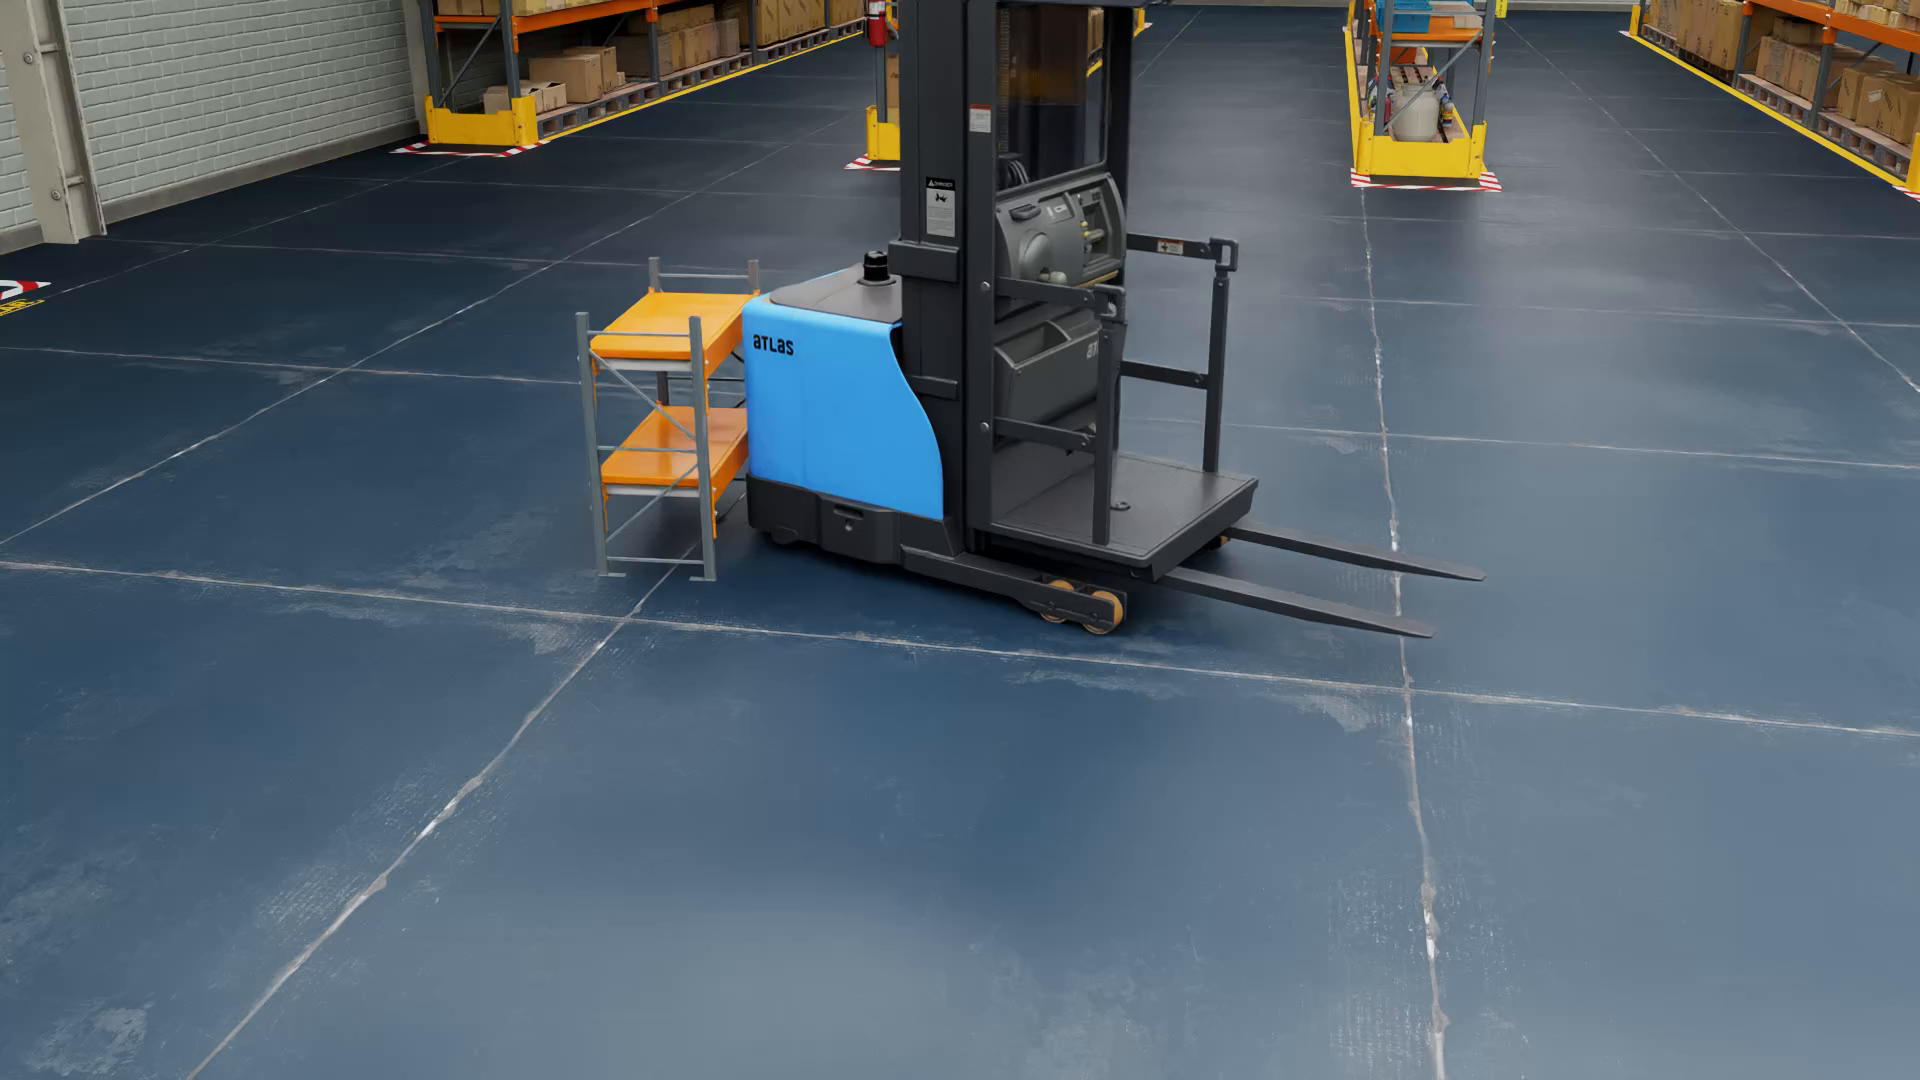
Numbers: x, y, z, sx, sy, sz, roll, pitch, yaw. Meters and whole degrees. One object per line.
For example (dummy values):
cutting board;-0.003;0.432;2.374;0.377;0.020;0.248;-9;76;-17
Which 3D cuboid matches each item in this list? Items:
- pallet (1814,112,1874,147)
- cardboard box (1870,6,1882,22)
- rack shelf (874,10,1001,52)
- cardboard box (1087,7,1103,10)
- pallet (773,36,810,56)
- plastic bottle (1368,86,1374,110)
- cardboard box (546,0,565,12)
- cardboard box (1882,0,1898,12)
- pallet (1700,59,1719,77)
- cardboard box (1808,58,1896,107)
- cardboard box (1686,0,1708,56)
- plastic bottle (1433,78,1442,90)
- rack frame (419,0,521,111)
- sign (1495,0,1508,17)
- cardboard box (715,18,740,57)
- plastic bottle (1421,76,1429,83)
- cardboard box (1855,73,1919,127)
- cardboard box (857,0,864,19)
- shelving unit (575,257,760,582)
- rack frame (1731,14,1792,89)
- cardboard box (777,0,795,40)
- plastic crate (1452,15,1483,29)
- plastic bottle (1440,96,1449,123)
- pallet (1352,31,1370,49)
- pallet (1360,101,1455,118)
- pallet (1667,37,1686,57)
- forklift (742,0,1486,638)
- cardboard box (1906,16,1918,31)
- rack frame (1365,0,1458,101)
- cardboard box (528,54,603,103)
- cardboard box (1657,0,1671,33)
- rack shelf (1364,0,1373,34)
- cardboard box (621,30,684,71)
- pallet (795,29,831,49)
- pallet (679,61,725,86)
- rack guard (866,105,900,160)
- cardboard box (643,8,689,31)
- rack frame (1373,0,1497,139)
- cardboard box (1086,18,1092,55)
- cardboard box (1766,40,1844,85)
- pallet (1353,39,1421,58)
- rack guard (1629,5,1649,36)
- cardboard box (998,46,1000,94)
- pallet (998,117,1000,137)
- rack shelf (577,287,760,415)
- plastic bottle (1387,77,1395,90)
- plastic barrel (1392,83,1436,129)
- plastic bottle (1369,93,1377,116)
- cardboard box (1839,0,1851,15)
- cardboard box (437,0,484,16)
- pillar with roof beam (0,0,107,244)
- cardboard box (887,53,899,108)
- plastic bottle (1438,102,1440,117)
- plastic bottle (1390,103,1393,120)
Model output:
pallet;10.059;-4.483;18.203;1.003;0.211;1.213;4;22;11
cardboard box;9.593;-5.394;17.067;0.380;0.149;0.250;4;22;11
rack shelf;0.057;-5.716;18.495;1.077;0.370;4.000;4;22;11
cardboard box;2.065;-8.186;26.421;0.500;0.500;0.500;5;22;12
pallet;-3.084;-8.055;27.070;1.003;0.211;1.213;4;22;11
plastic bottle;4.629;-4.957;18.693;0.061;0.283;0.133;5;23;13
cardboard box;-4.699;-5.980;18.360;0.500;0.250;0.500;4;22;9
cardboard box;9.727;-5.499;16.460;0.875;0.500;0.500;4;22;11
pallet;11.464;-6.922;24.258;1.003;0.211;1.213;4;22;11
cardboard box;10.308;-5.292;19.236;0.700;0.500;0.500;3;22;7
cardboard box;11.502;-7.597;24.485;1.225;0.875;0.875;4;22;9
plastic bottle;5.425;-5.050;18.835;0.144;0.351;0.185;3;22;8
rack frame;-5.202;-5.695;17.479;1.000;3.000;0.127;4;22;11
sign;5.035;-5.024;15.444;0.100;0.325;0.005;4;22;11
cardboard box;-3.665;-7.398;24.464;0.700;0.500;0.500;5;22;12
plastic bottle;5.323;-5.131;19.036;0.144;0.351;0.185;4;22;11
cardboard box;9.932;-4.707;17.810;0.500;0.500;0.500;12;25;28
cardboard box;-2.186;-9.951;30.831;0.700;0.500;0.500;4;22;9
shelving unit;-1.211;-0.553;7.220;0.538;1.125;1.048;2;22;6
rack frame;10.978;-7.488;21.931;1.000;3.000;0.127;4;22;11
cardboard box;-3.106;-8.397;26.504;0.750;0.750;0.750;4;22;11
plastic crate;4.994;-5.120;16.404;0.298;0.136;0.250;4;22;11
plastic bottle;5.242;-4.643;17.930;0.097;0.271;0.097;0;22;0
pallet;7.058;-8.307;27.696;1.003;0.211;1.213;4;22;11
pallet;5.135;-4.867;19.155;1.003;0.211;1.213;4;22;11
pallet;12.026;-7.929;26.759;1.003;0.211;1.213;4;22;11
forklift;0.582;-1.220;6.458;3.031;2.935;1.130;14;26;30
cardboard box;9.441;-5.024;16.149;0.380;0.149;0.250;4;22;11
rack frame;5.313;-6.403;19.236;1.000;3.000;0.127;4;22;11
cardboard box;-4.657;-5.459;19.649;0.700;0.500;0.500;3;22;8
cardboard box;12.372;-9.050;28.091;0.875;0.875;0.875;4;22;11
rack shelf;5.721;-6.800;21.186;1.077;0.370;4.000;4;22;11
cardboard box;-4.195;-6.666;22.646;0.700;0.500;0.500;4;22;10
pallet;-2.837;-8.502;28.182;1.003;0.211;1.213;4;22;11
pallet;-3.981;-6.597;23.450;1.003;0.211;1.213;4;22;11
rack guard;-0.356;-4.150;16.989;1.175;0.500;0.348;4;22;11
cardboard box;-4.063;-7.172;22.901;0.500;0.250;0.500;4;22;9
rack frame;4.497;-4.940;15.603;1.000;3.000;0.127;4;22;11
cardboard box;1.654;-7.434;24.553;0.500;0.500;0.500;5;23;13
cardboard box;10.760;-6.082;21.197;0.700;0.500;0.500;3;22;6
pallet;6.747;-7.756;26.328;1.003;0.211;1.213;4;22;11
rack guard;12.615;-9.263;29.684;1.175;0.500;0.348;4;22;11
cardboard box;0.165;-5.132;18.195;0.500;0.500;0.500;4;22;11
pallet;0.015;-4.753;18.872;1.003;0.211;1.213;4;22;11
rack shelf;-1.211;-0.824;7.111;0.538;0.278;1.000;2;22;6
plastic bottle;4.883;-5.103;18.967;0.144;0.351;0.185;4;22;11
plastic barrel;4.659;-4.410;17.057;0.421;0.512;0.421;0;22;0
plastic bottle;4.549;-4.726;18.130;0.152;0.276;0.135;4;22;9
cardboard box;9.760;-5.762;17.982;0.380;0.149;0.250;4;22;11
cardboard box;-5.296;-5.820;17.964;0.500;0.250;0.500;5;22;12
pillar with roof beam;-2.916;-6.277;10.894;9.100;9.000;0.400;4;22;11
cardboard box;-0.533;-4.805;17.383;0.500;0.500;0.500;4;22;11
plastic bottle;5.324;-4.758;18.310;0.097;0.201;0.097;0;22;0
plastic bottle;4.675;-4.689;18.138;0.097;0.201;0.097;0;22;0
